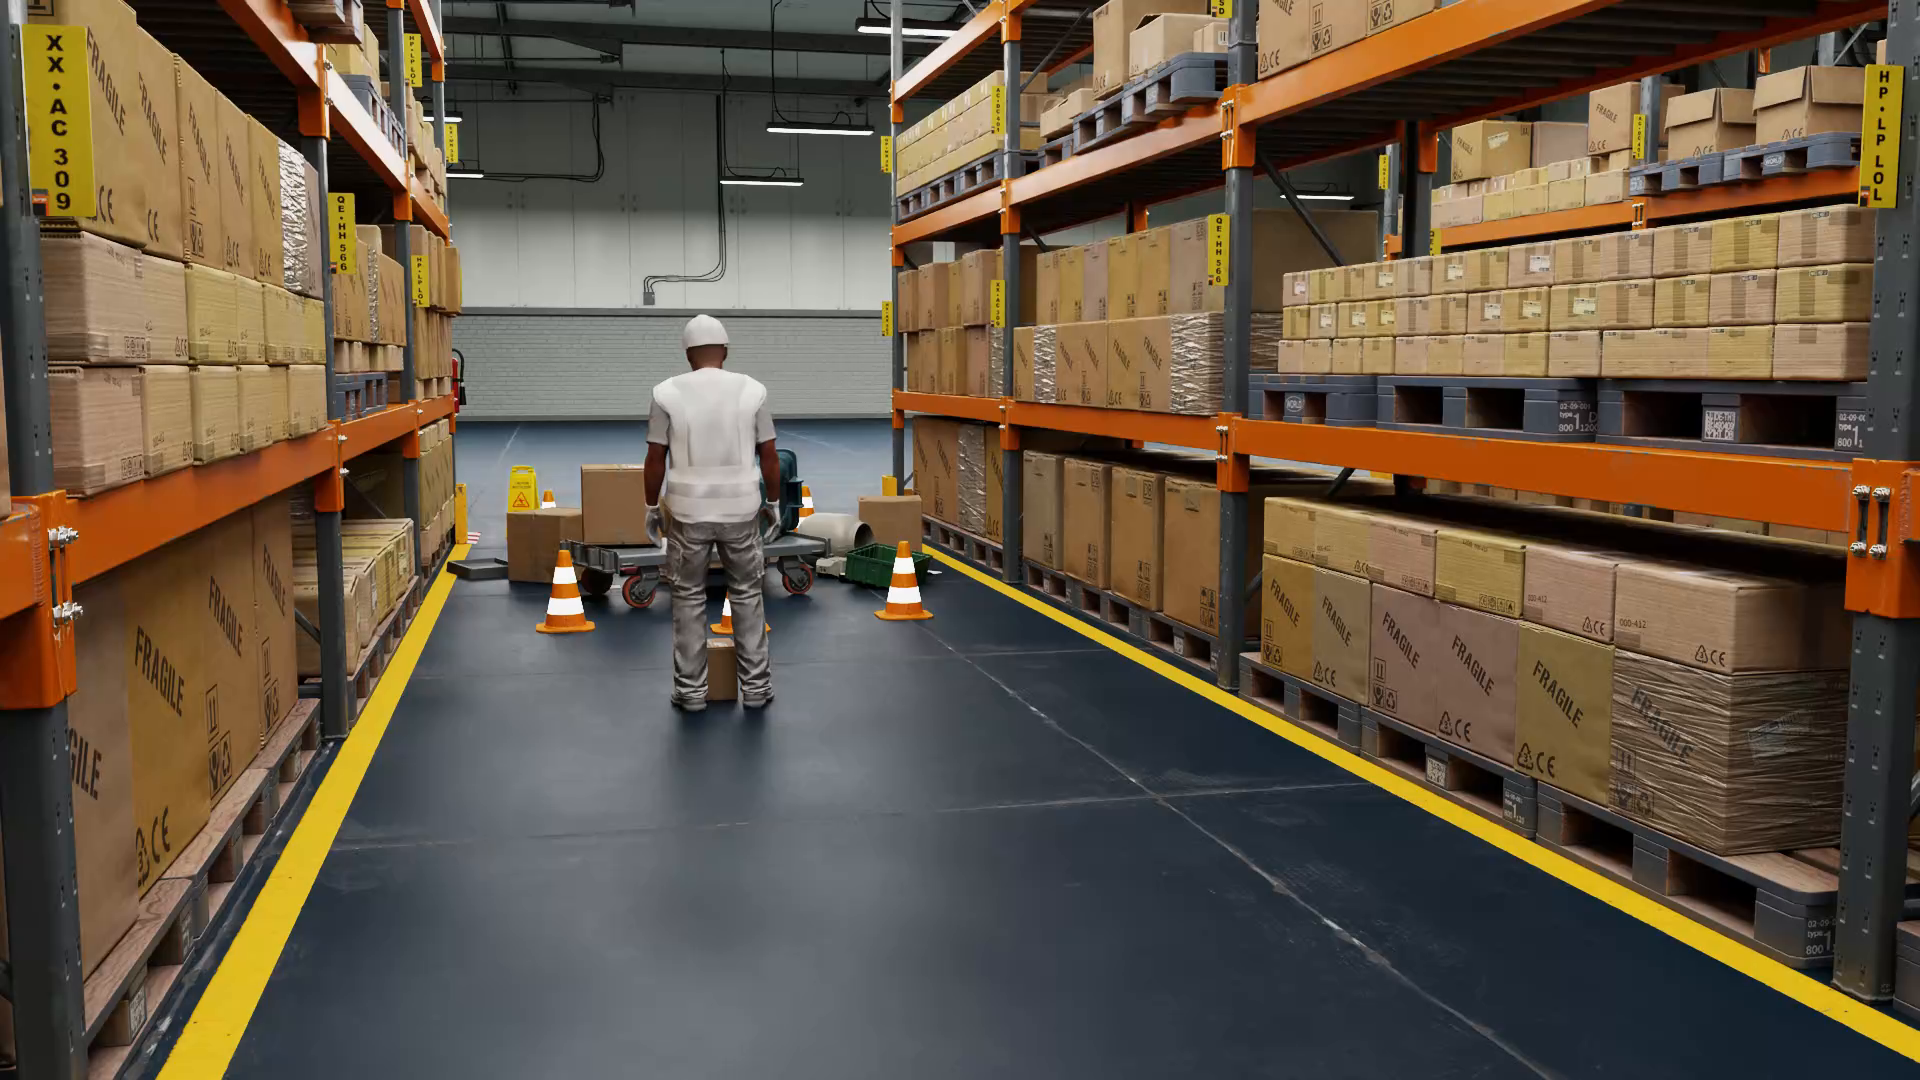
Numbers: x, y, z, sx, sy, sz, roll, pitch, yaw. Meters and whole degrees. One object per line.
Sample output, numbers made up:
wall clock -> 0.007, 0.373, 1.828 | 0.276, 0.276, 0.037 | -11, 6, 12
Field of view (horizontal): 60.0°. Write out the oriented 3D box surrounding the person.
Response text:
person -> -1.114, -0.125, 7.520 | 0.619, 1.775, 0.446 | -1, 6, -13
